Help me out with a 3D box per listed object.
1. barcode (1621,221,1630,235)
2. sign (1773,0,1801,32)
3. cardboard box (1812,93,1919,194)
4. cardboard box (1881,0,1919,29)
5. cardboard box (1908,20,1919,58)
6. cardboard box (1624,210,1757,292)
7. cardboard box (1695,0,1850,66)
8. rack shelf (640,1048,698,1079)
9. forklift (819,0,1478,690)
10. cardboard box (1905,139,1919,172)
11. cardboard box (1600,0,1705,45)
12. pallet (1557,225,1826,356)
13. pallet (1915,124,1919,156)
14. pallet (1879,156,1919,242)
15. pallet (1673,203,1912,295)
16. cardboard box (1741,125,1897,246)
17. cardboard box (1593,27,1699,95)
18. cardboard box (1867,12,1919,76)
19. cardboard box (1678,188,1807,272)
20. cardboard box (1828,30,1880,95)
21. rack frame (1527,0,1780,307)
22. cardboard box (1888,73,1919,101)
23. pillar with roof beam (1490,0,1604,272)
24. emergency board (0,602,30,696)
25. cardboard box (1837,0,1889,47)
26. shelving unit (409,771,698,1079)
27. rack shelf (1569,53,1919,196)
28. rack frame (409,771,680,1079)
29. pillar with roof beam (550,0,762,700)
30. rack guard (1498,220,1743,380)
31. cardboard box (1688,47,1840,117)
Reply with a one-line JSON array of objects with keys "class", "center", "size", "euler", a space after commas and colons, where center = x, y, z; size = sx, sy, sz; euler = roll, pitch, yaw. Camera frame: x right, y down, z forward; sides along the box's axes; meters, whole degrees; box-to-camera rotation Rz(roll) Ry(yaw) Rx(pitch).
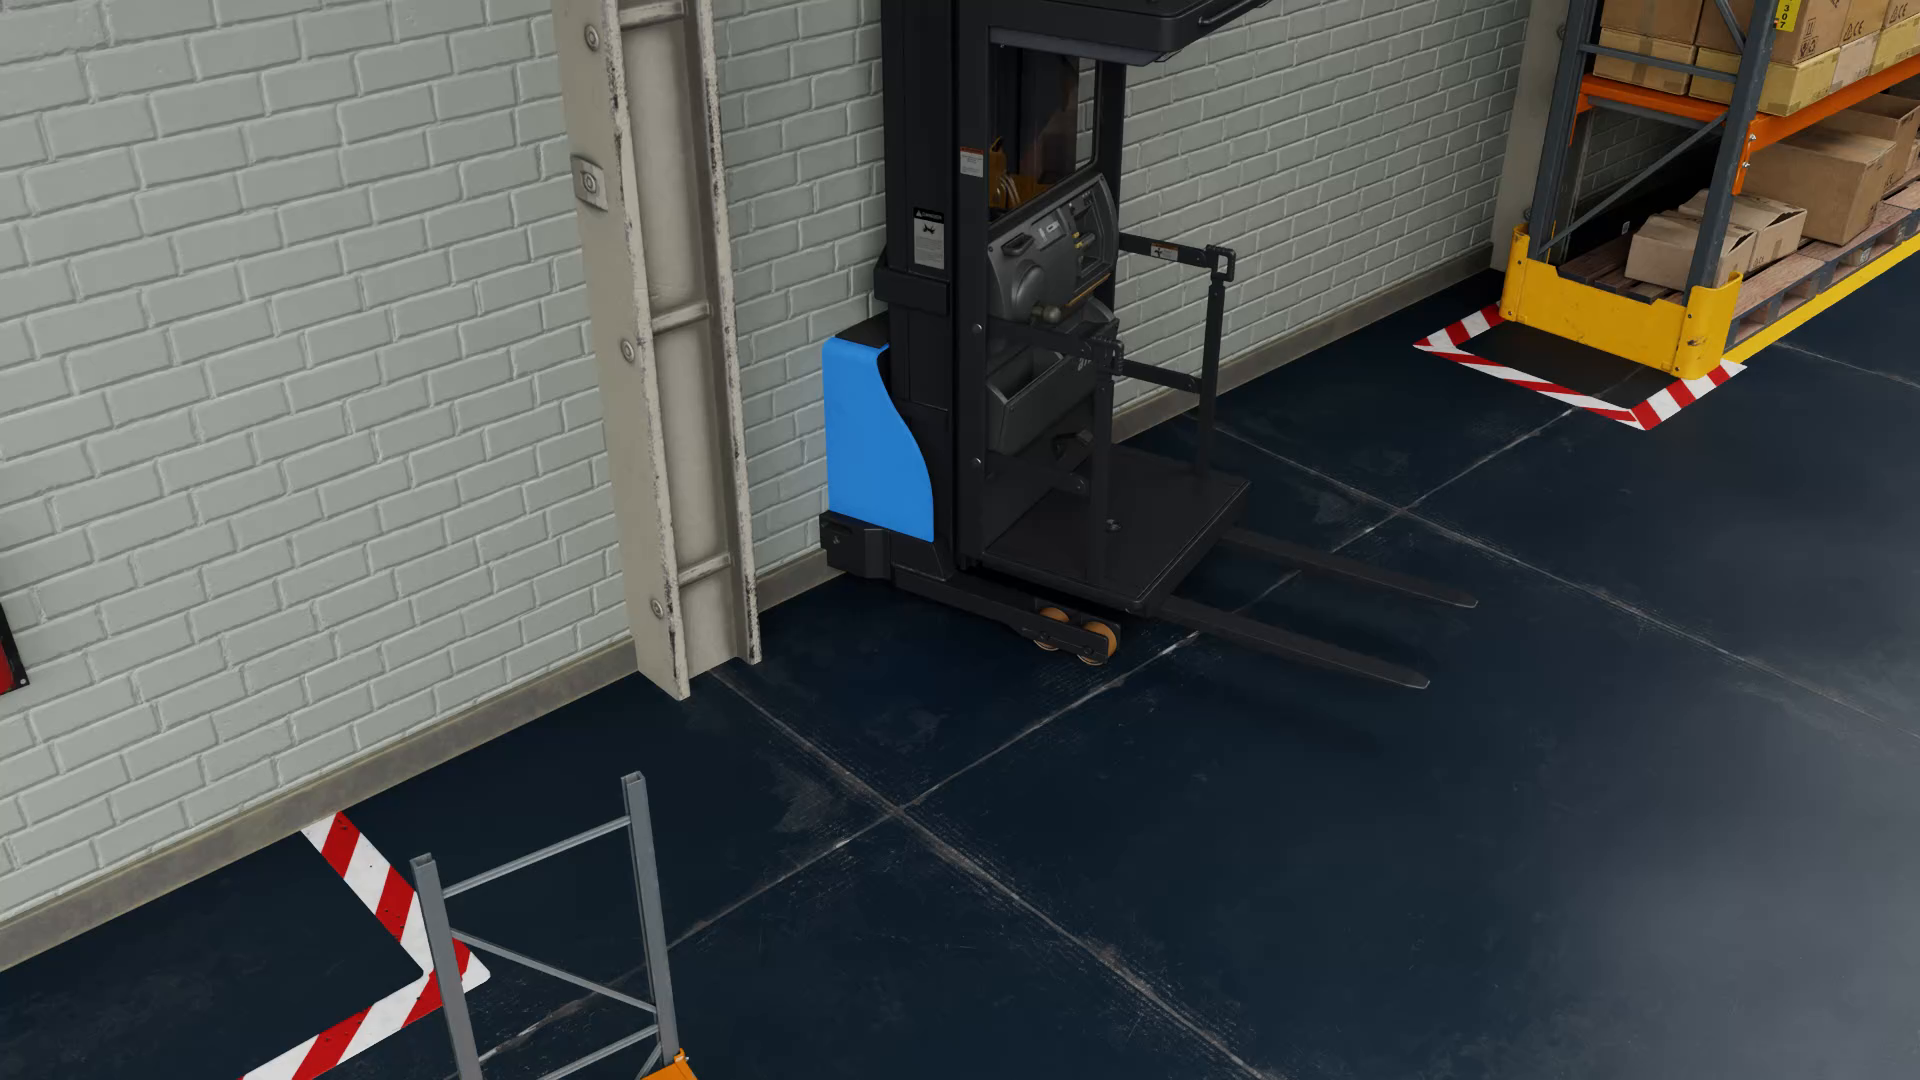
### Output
[{"class": "barcode", "center": [3.767, -1.766, 9.410], "size": [0.075, 0.075, 0.001], "euler": [-26, 40, -35]}, {"class": "sign", "center": [3.826, -2.513, 7.655], "size": [0.005, 0.325, 0.100], "euler": [-26, 40, -35]}, {"class": "cardboard box", "center": [5.656, -2.508, 10.451], "size": [0.500, 0.500, 0.500], "euler": [26, 40, 35]}, {"class": "cardboard box", "center": [4.764, -3.023, 8.723], "size": [0.500, 0.500, 0.500], "euler": [-27, 41, -37]}, {"class": "cardboard box", "center": [5.151, -2.894, 9.232], "size": [0.500, 0.250, 0.500], "euler": [-25, 40, -35]}, {"class": "cardboard box", "center": [4.025, -1.603, 9.152], "size": [0.500, 0.311, 0.500], "euler": [24, 39, 34]}, {"class": "cardboard box", "center": [4.011, -2.670, 8.147], "size": [0.500, 0.500, 0.500], "euler": [-26, 40, -35]}, {"class": "rack shelf", "center": [-0.601, 1.587, 3.562], "size": [0.538, 0.185, 1.000], "euler": [-19, 36, -29]}, {"class": "forklift", "center": [0.539, -1.082, 6.210], "size": [3.031, 2.935, 1.130], "euler": [17, 35, 26]}, {"class": "cardboard box", "center": [6.018, -2.548, 10.836], "size": [0.380, 0.166, 0.250], "euler": [23, 38, 33]}, {"class": "cardboard box", "center": [3.658, -2.864, 8.465], "size": [0.500, 0.500, 0.500], "euler": [-26, 40, -36]}, {"class": "pallet", "center": [4.132, -1.463, 9.441], "size": [1.213, 0.211, 1.003], "euler": [-26, 40, -35]}, {"class": "pallet", "center": [6.960, -2.857, 11.720], "size": [1.213, 0.211, 1.003], "euler": [-26, 40, -35]}, {"class": "pallet", "center": [5.922, -2.329, 10.856], "size": [1.213, 0.211, 1.003], "euler": [-26, 40, -35]}, {"class": "pallet", "center": [5.027, -1.894, 10.145], "size": [1.213, 0.211, 1.003], "euler": [-26, 40, -35]}, {"class": "cardboard box", "center": [5.015, -2.127, 9.827], "size": [0.700, 0.500, 0.500], "euler": [26, 40, 36]}, {"class": "cardboard box", "center": [3.668, -2.536, 8.646], "size": [0.500, 0.250, 0.500], "euler": [-25, 39, -35]}, {"class": "cardboard box", "center": [4.779, -2.716, 8.940], "size": [0.500, 0.250, 0.500], "euler": [-27, 40, -36]}, {"class": "cardboard box", "center": [4.443, -1.805, 9.482], "size": [0.500, 0.311, 0.500], "euler": [-22, 38, -32]}, {"class": "cardboard box", "center": [4.402, -2.537, 8.649], "size": [0.500, 0.250, 0.500], "euler": [-27, 41, -37]}, {"class": "rack frame", "center": [3.457, -2.351, 8.220], "size": [0.127, 3.000, 1.000], "euler": [-26, 40, -35]}, {"class": "cardboard box", "center": [6.918, -3.159, 11.515], "size": [0.500, 0.500, 0.700], "euler": [-24, 39, -34]}, {"class": "pillar with roof beam", "center": [6.309, -3.843, 4.909], "size": [0.400, 9.000, 9.100], "euler": [-26, 40, -35]}, {"class": "emergency board", "center": [-2.856, 0.060, 4.277], "size": [0.643, 1.169, 0.194], "euler": [-26, 40, -35]}, {"class": "cardboard box", "center": [4.380, -2.842, 8.428], "size": [0.500, 0.500, 0.500], "euler": [-26, 40, -35]}, {"class": "shelving unit", "center": [-0.606, 1.429, 3.475], "size": [0.587, 1.500, 1.083], "euler": [-19, 36, -29]}, {"class": "rack shelf", "center": [4.923, -2.754, 9.568], "size": [4.000, 0.370, 1.077], "euler": [-26, 40, -35]}, {"class": "rack frame", "center": [-0.887, 1.214, 3.827], "size": [0.500, 1.500, 0.032], "euler": [-19, 36, -29]}, {"class": "pillar with roof beam", "center": [1.909, -1.715, 1.429], "size": [0.400, 9.000, 9.100], "euler": [-26, 40, -35]}, {"class": "rack guard", "center": [3.513, -1.312, 8.916], "size": [0.348, 0.500, 1.175], "euler": [-26, 40, -35]}, {"class": "cardboard box", "center": [4.031, -2.348, 8.338], "size": [0.500, 0.250, 0.500], "euler": [-27, 41, -37]}]
